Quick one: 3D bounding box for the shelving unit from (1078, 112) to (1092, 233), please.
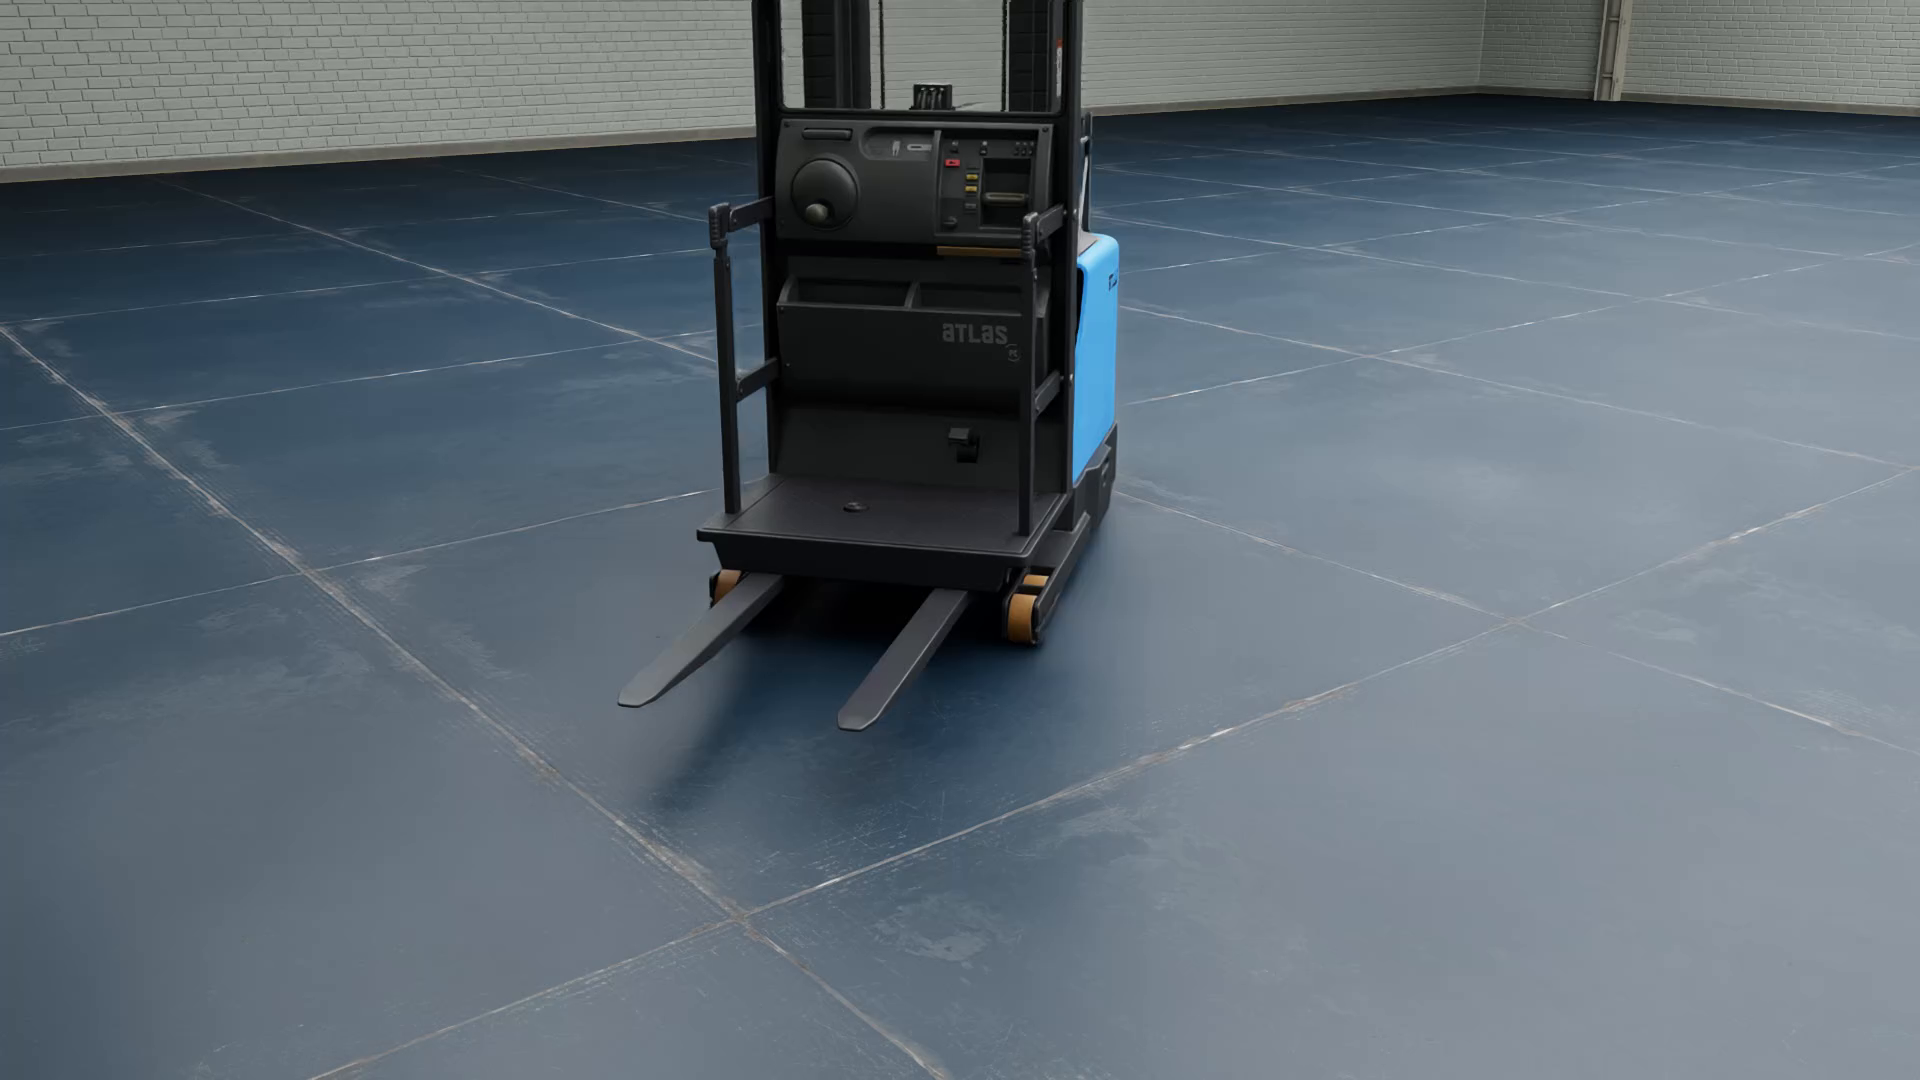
[{"bbox_3d":[0.017,-1.077,7.227,1.083,1.500,0.587,3,18,10],"label":"shelving unit"}]

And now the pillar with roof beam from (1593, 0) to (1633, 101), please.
[{"bbox_3d":[8.903,-11.772,27.597,9.100,9.000,0.400,-14,23,-36],"label":"pillar with roof beam"}]

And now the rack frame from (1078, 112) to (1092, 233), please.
[{"bbox_3d":[0.507,-1.048,7.141,0.032,1.500,0.500,3,18,10],"label":"rack frame"}]

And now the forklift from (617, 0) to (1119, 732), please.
[{"bbox_3d":[-0.207,-1.186,5.282,1.130,2.935,3.031,4,19,13],"label":"forklift"}]
